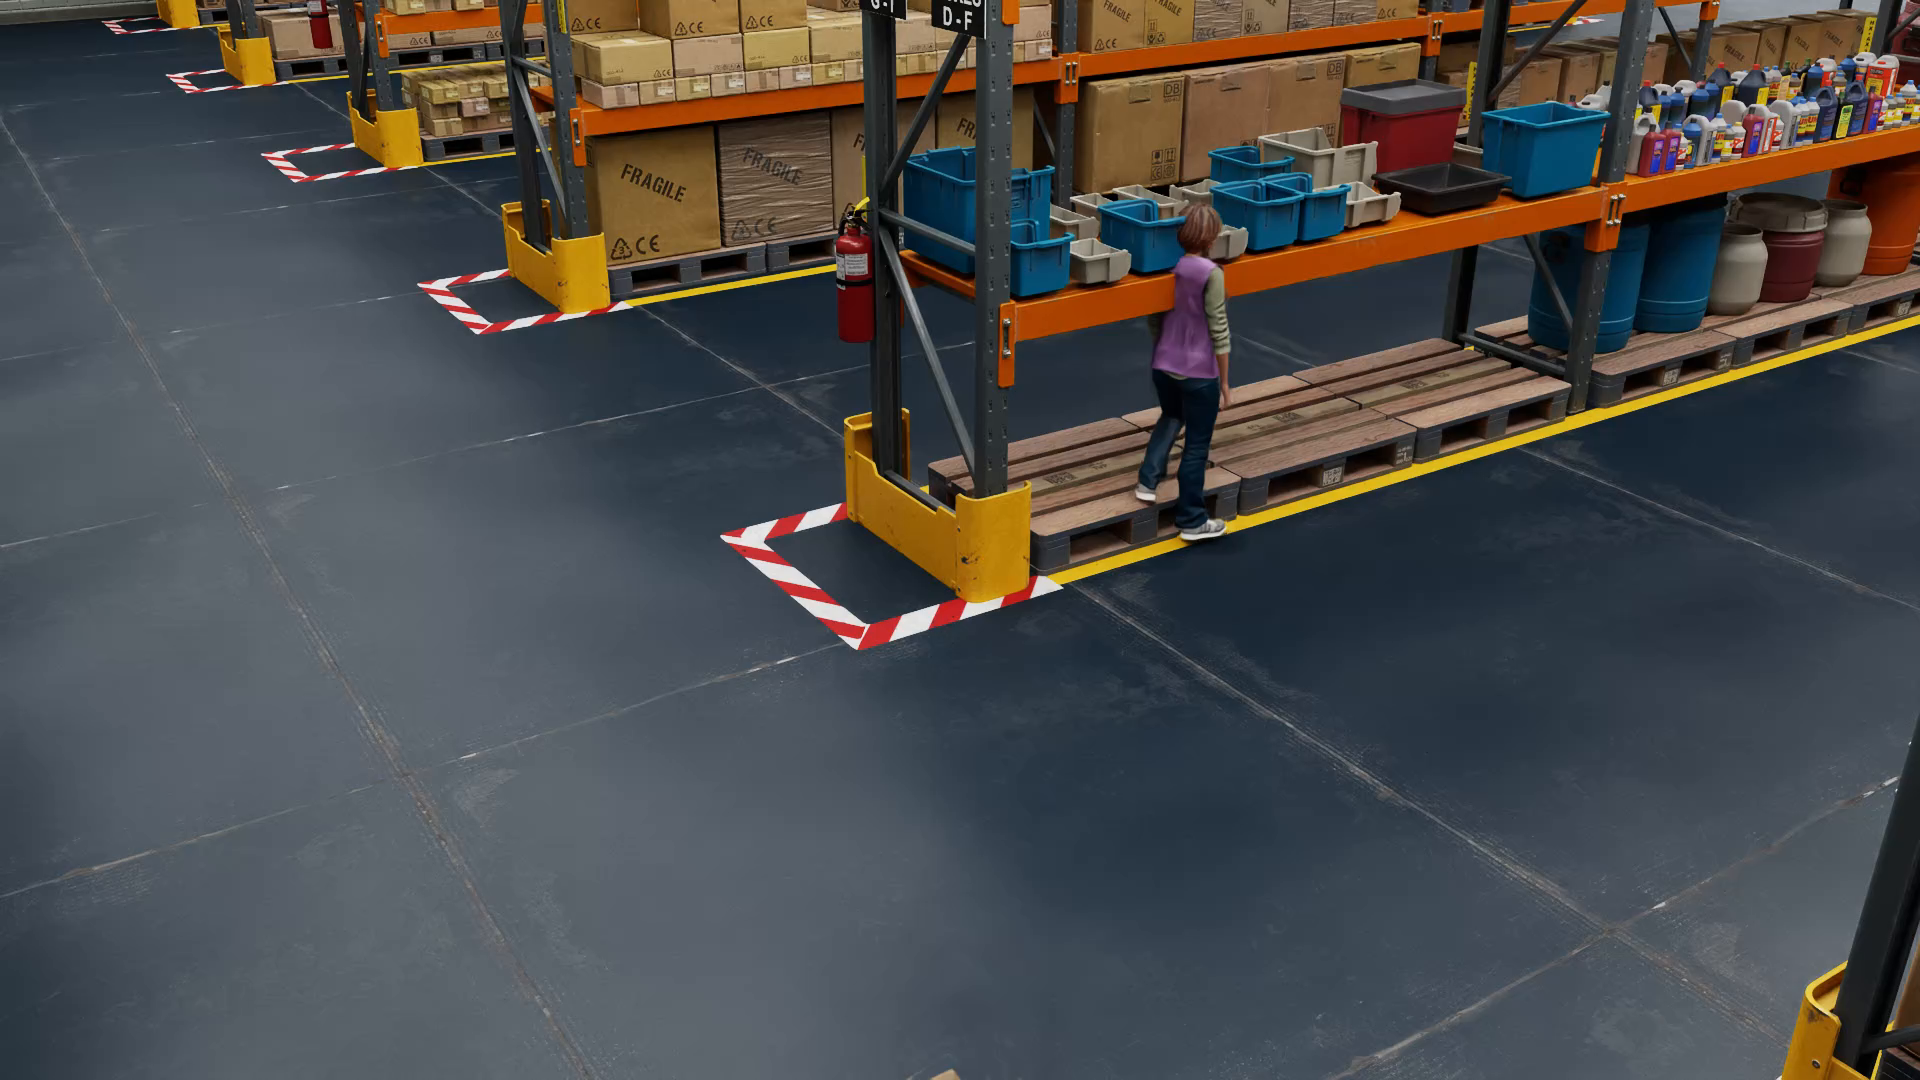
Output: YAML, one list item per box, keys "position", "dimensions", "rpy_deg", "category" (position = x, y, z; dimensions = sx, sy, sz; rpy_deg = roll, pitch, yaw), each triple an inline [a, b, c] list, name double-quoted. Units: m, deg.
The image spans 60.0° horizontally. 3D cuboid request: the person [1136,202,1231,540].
- position: [1.038, -0.760, 7.683]
  dimensions: [0.483, 1.601, 0.433]
  rpy_deg: [23, 34, 39]
  category: "person"
